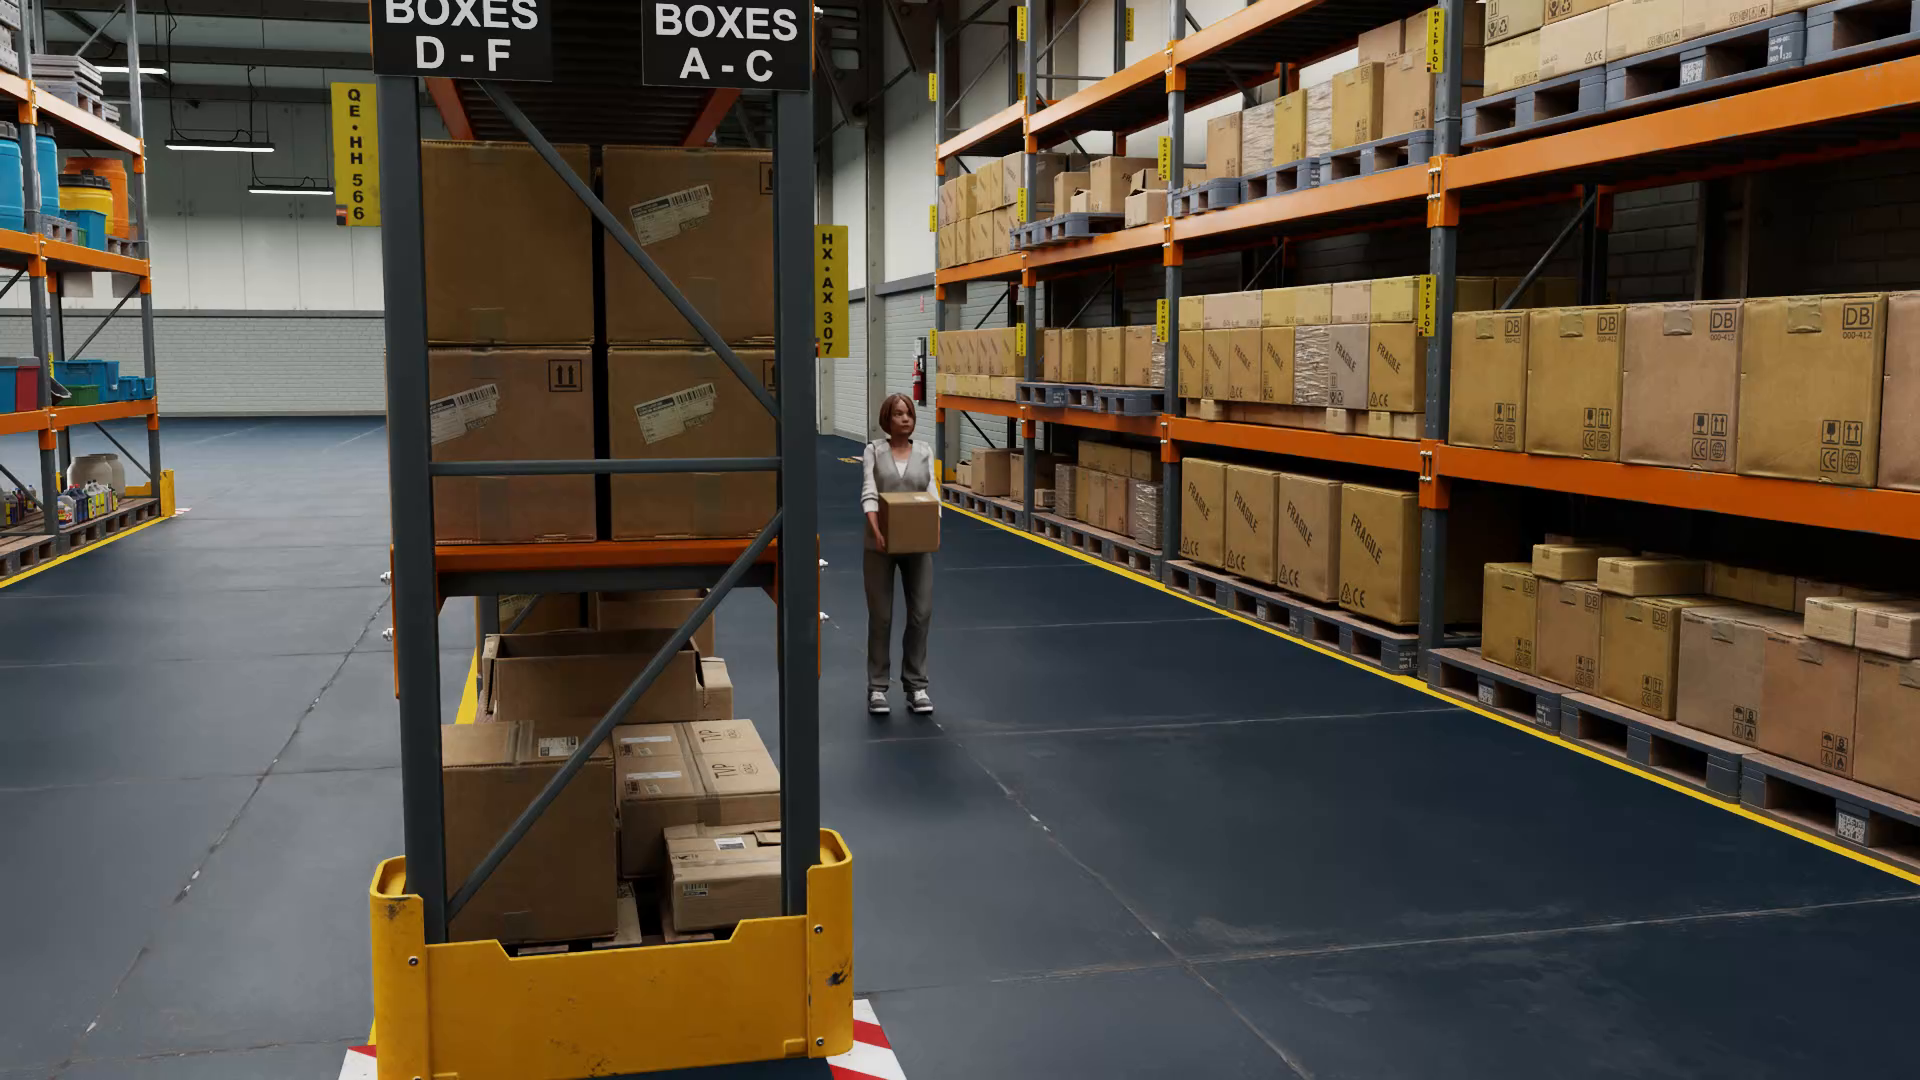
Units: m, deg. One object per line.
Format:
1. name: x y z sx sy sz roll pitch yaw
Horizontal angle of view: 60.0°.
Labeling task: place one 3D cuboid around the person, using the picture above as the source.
1. person: -0.286 0.071 8.262 0.408 1.586 0.490 -2 7 -14
